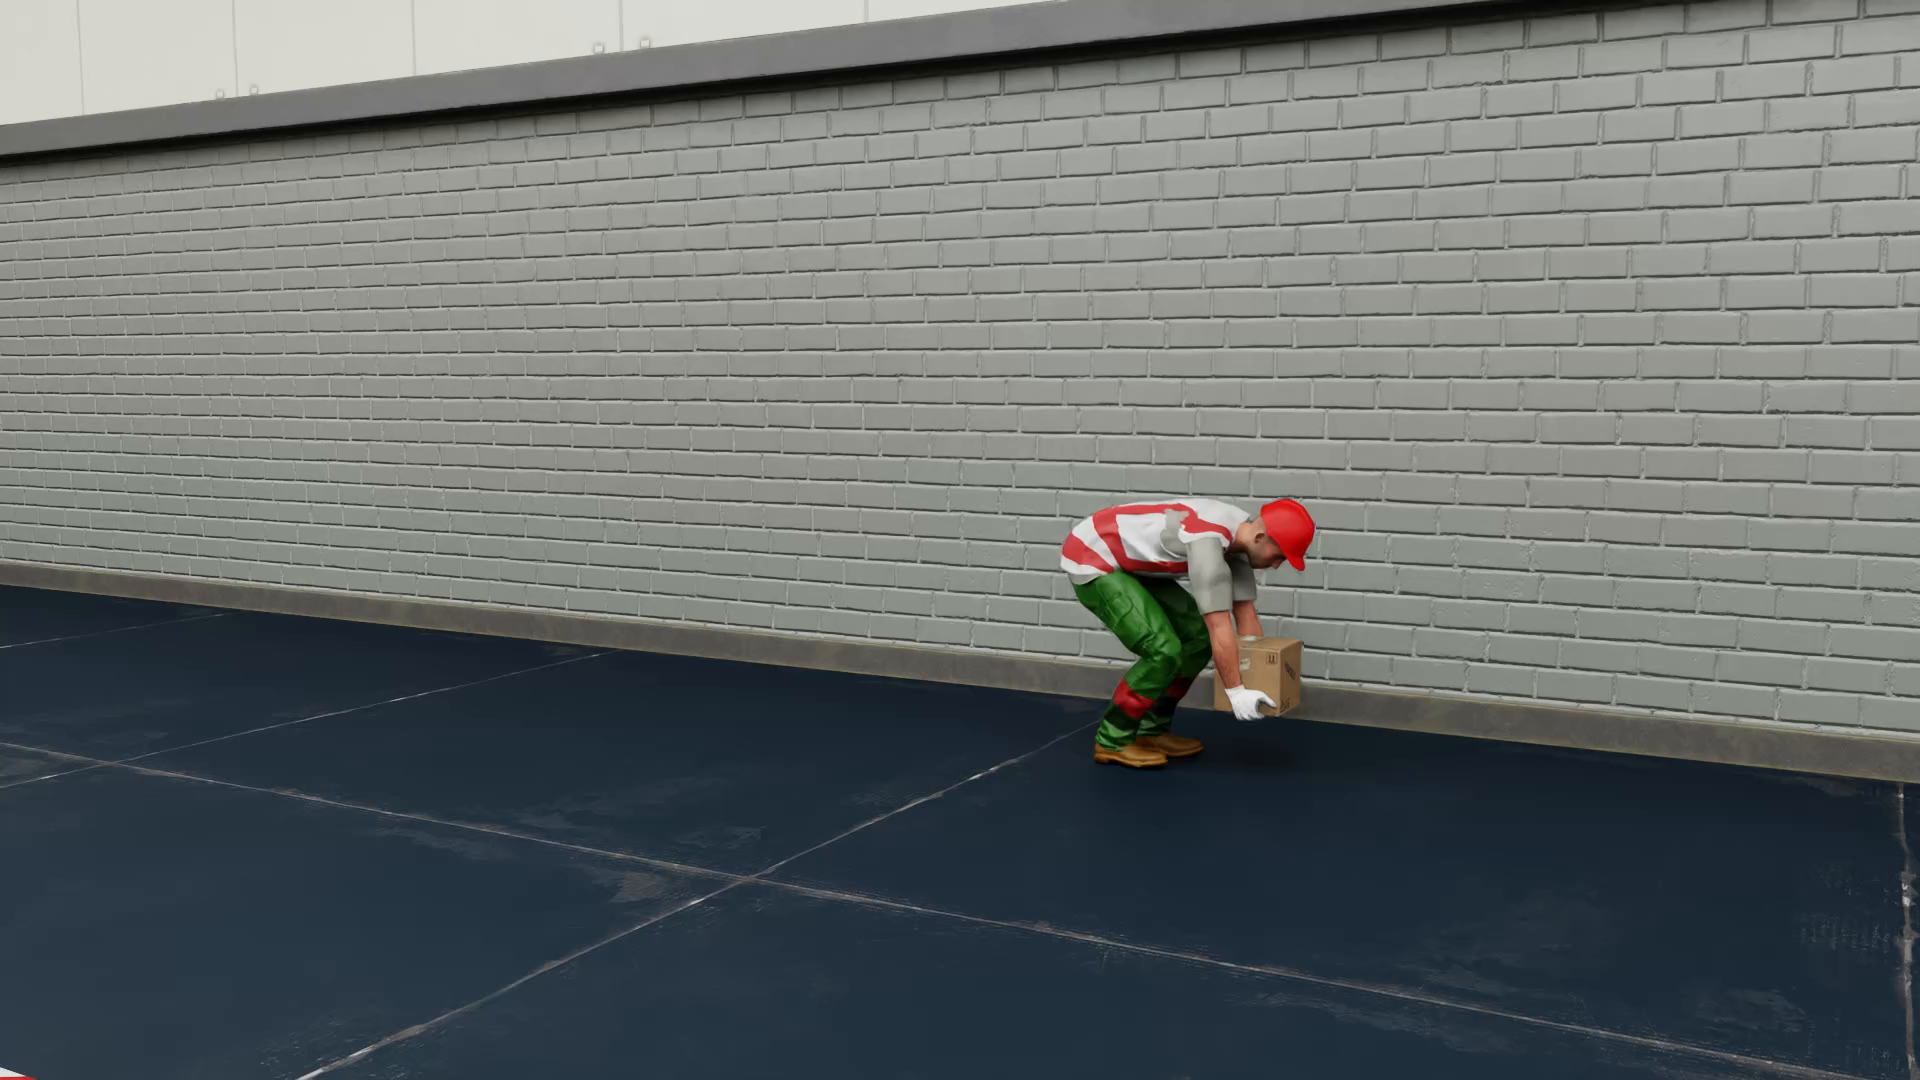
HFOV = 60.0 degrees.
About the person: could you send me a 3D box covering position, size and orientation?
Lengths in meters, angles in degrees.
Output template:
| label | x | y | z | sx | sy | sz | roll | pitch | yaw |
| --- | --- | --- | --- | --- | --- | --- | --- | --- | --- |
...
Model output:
| label | x | y | z | sx | sy | sz | roll | pitch | yaw |
| --- | --- | --- | --- | --- | --- | --- | --- | --- | --- |
| person | 0.857 | 0.345 | 6.327 | 0.958 | 1.025 | 0.523 | 3 | 7 | 26 |
